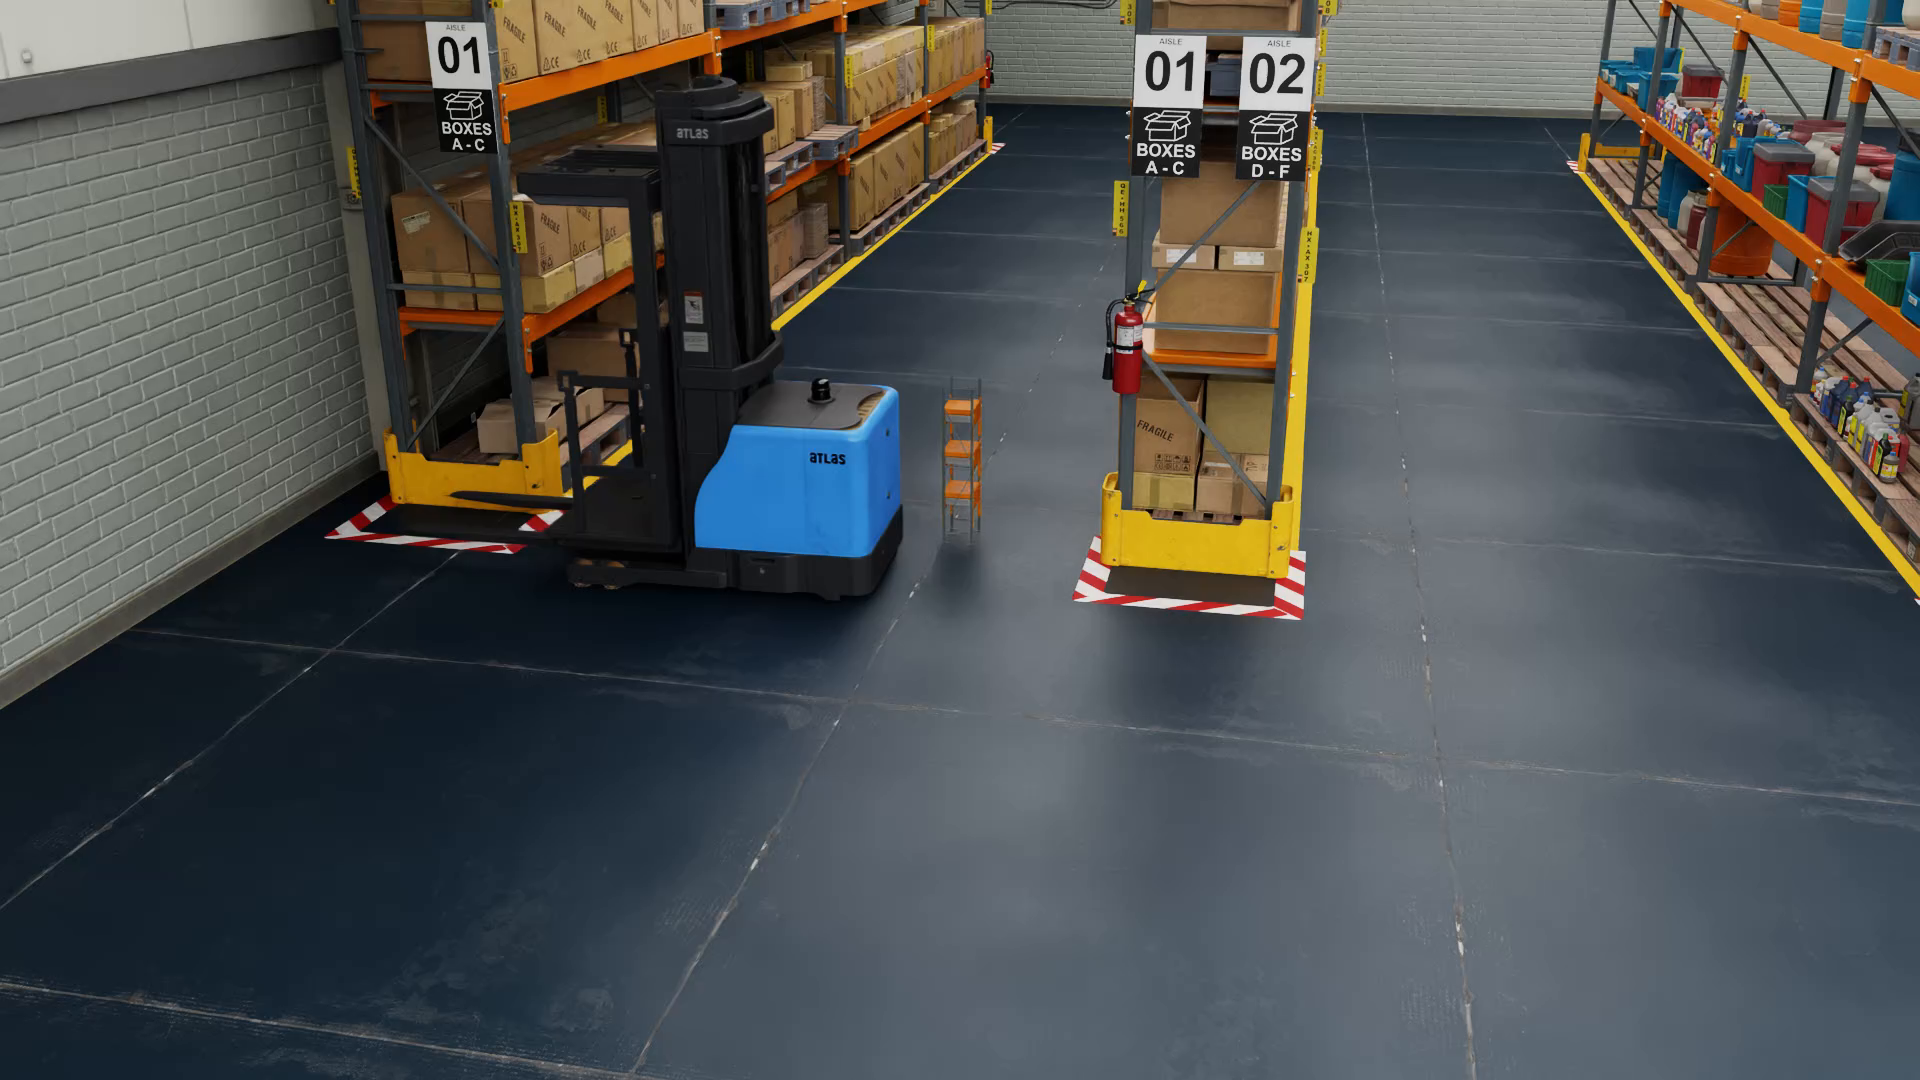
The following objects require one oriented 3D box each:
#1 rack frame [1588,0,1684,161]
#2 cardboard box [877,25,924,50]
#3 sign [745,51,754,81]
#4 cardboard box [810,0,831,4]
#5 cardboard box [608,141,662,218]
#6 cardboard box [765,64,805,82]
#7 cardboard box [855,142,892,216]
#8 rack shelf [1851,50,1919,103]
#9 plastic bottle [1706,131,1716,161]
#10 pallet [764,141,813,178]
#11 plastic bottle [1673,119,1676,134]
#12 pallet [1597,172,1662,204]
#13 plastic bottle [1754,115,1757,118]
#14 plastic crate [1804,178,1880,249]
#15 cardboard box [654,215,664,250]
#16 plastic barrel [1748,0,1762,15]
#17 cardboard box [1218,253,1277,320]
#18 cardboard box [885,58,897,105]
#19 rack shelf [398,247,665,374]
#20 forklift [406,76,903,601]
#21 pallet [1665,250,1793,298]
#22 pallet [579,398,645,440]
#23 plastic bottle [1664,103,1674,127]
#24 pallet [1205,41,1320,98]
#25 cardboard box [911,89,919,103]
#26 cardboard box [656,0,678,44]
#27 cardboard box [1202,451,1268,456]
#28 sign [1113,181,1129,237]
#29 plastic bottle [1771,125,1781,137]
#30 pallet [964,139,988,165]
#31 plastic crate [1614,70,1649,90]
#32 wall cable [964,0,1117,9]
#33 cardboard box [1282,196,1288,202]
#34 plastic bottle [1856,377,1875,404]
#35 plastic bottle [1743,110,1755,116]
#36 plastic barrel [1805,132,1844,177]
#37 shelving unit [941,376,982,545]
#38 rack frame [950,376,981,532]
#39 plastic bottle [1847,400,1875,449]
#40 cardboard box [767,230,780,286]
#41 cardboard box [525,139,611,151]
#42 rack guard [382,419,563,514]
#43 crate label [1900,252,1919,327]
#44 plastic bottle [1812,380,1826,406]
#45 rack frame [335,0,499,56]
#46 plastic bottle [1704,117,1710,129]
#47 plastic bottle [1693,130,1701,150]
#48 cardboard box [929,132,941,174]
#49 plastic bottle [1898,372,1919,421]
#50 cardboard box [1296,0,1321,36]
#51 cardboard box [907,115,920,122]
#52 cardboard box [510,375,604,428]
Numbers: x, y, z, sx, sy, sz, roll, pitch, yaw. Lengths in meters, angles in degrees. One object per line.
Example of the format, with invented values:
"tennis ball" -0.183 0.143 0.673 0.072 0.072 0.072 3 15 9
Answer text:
"rack frame" 9.601 -6.737 23.567 1.000 3.000 0.127 4 22 11
"cardboard box" -0.759 -6.381 21.119 0.500 0.250 0.500 5 22 12
"sign" -2.275 -5.145 18.063 0.100 0.325 0.005 4 22 11
"cardboard box" -1.613 -5.642 16.925 0.500 0.311 0.500 4 22 11
"cardboard box" -2.550 -2.829 13.032 0.500 0.500 0.500 4 22 9
"cardboard box" -1.823 -4.871 17.341 0.380 0.149 0.250 1 22 2
"cardboard box" -1.267 -4.343 19.938 0.750 0.750 0.750 4 22 11
"rack shelf" 6.744 -2.675 10.428 1.077 0.370 4.000 4 22 11
"plastic bottle" 7.680 -4.022 16.982 0.061 0.283 0.133 4 22 11
"pallet" -2.094 -3.751 16.408 1.003 0.211 1.213 4 22 11
"plastic bottle" 8.077 -4.663 18.683 0.097 0.201 0.097 0 22 0
"pallet" 9.143 -4.700 22.242 1.003 0.211 1.213 4 22 11
"plastic bottle" 8.684 -4.505 18.197 0.097 0.271 0.097 0 22 0
"plastic crate" 6.951 -2.579 13.156 0.402 0.464 0.583 4 22 11
"cardboard box" -2.544 -2.480 13.171 0.500 0.250 0.500 4 22 11
"plastic barrel" 7.605 -5.165 15.497 0.421 0.512 0.421 0 22 0
"cardboard box" 1.698 -1.673 10.859 0.700 0.500 0.500 5 22 12
"cardboard box" -1.064 -5.482 19.891 0.500 0.500 0.500 5 22 12
"rack shelf" -2.955 -2.039 12.863 1.077 0.370 4.000 4 22 11
"forklift" -1.932 -1.247 10.026 3.031 2.935 1.130 4 22 9
"pallet" 8.088 -2.810 17.547 1.003 0.211 1.213 4 22 11
"pallet" -2.896 -1.115 13.338 1.003 0.211 1.213 4 22 11
"plastic bottle" 8.192 -4.900 19.178 0.097 0.271 0.097 0 22 0
"pallet" 1.657 -2.872 10.072 1.003 0.211 1.213 4 22 11
"cardboard box" -0.734 -5.683 21.259 0.380 0.149 0.250 5 22 12
"cardboard box" -2.523 -4.163 13.000 0.500 0.500 0.500 3 22 6
"cardboard box" 1.913 -0.546 11.313 0.500 0.250 0.500 4 22 11
"sign" 0.959 -1.958 9.833 0.100 0.325 0.005 4 22 11
"plastic bottle" 8.592 -4.228 17.509 0.097 0.271 0.097 0 22 0
"pallet" -0.185 -5.901 25.222 1.003 0.211 1.213 4 22 11
"plastic crate" 8.959 -6.141 22.229 0.416 0.233 0.300 4 22 11
"wall cable" 1.406 -10.876 29.970 3.097 2.526 0.112 4 22 11
"cardboard box" 2.093 -2.301 11.550 0.380 0.149 0.250 5 22 11
"plastic bottle" 6.722 -1.049 12.401 0.144 0.351 0.185 4 22 11
"plastic bottle" 8.815 -4.681 18.627 0.152 0.276 0.135 4 22 11
"plastic barrel" 7.967 -3.471 15.307 0.421 0.512 0.421 0 22 0
"shelving unit" 0.011 -0.507 10.706 0.215 1.050 0.252 4 22 11
"rack frame" 0.036 -0.551 10.817 0.200 1.050 0.008 4 22 11
"plastic bottle" 6.456 -0.836 11.871 0.144 0.351 0.185 4 22 10
"cardboard box" -2.213 -2.795 16.536 0.700 0.500 0.500 5 22 12
"cardboard box" -3.063 -2.865 13.122 0.500 0.500 0.500 5 22 12
"rack guard" -3.347 -0.509 11.449 1.175 0.500 0.348 4 22 11
"crate label" 6.446 -1.596 10.754 0.502 0.435 0.616 4 22 11
"plastic bottle" 6.637 -1.134 12.812 0.097 0.201 0.097 0 22 0
"rack frame" -3.363 -4.424 9.792 1.000 3.000 0.127 4 22 11
"plastic bottle" 8.045 -4.412 17.951 0.061 0.283 0.133 4 22 11
"plastic bottle" 7.841 -4.239 17.629 0.097 0.201 0.097 0 22 0
"cardboard box" -0.661 -5.331 22.858 0.700 0.500 0.500 5 22 12
"plastic bottle" 7.161 -1.077 12.471 0.144 0.351 0.185 4 22 11
"cardboard box" 2.094 -3.549 10.751 0.500 0.500 0.500 4 22 11
"cardboard box" -0.727 -5.883 23.361 0.380 0.149 0.250 4 22 9
"cardboard box" -3.017 -1.052 12.462 0.500 0.311 0.500 6 23 15
